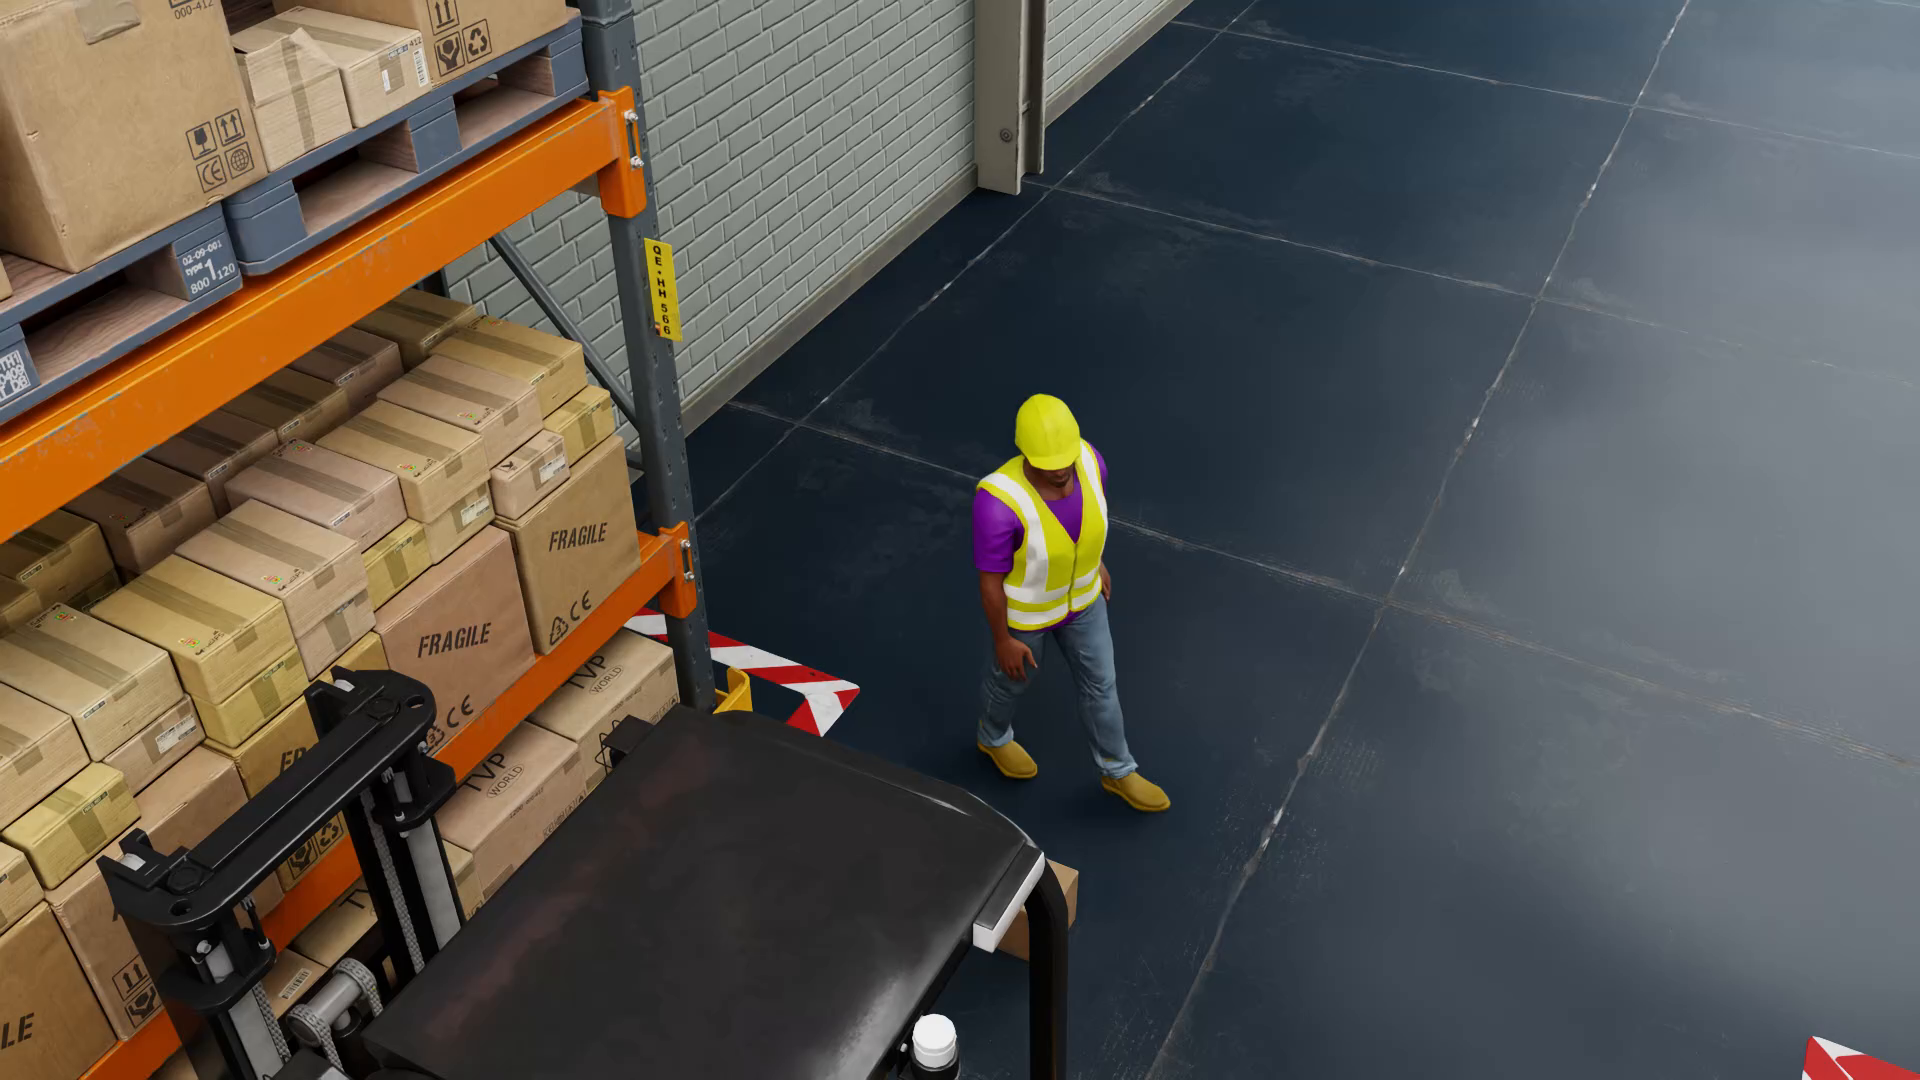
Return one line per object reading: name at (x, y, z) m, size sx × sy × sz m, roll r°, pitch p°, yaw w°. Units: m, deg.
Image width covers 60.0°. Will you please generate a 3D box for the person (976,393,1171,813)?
person at (0.376, 0.248, 5.790) m, size 0.526 × 1.745 × 0.756 m, roll -23°, pitch 43°, yaw -27°
